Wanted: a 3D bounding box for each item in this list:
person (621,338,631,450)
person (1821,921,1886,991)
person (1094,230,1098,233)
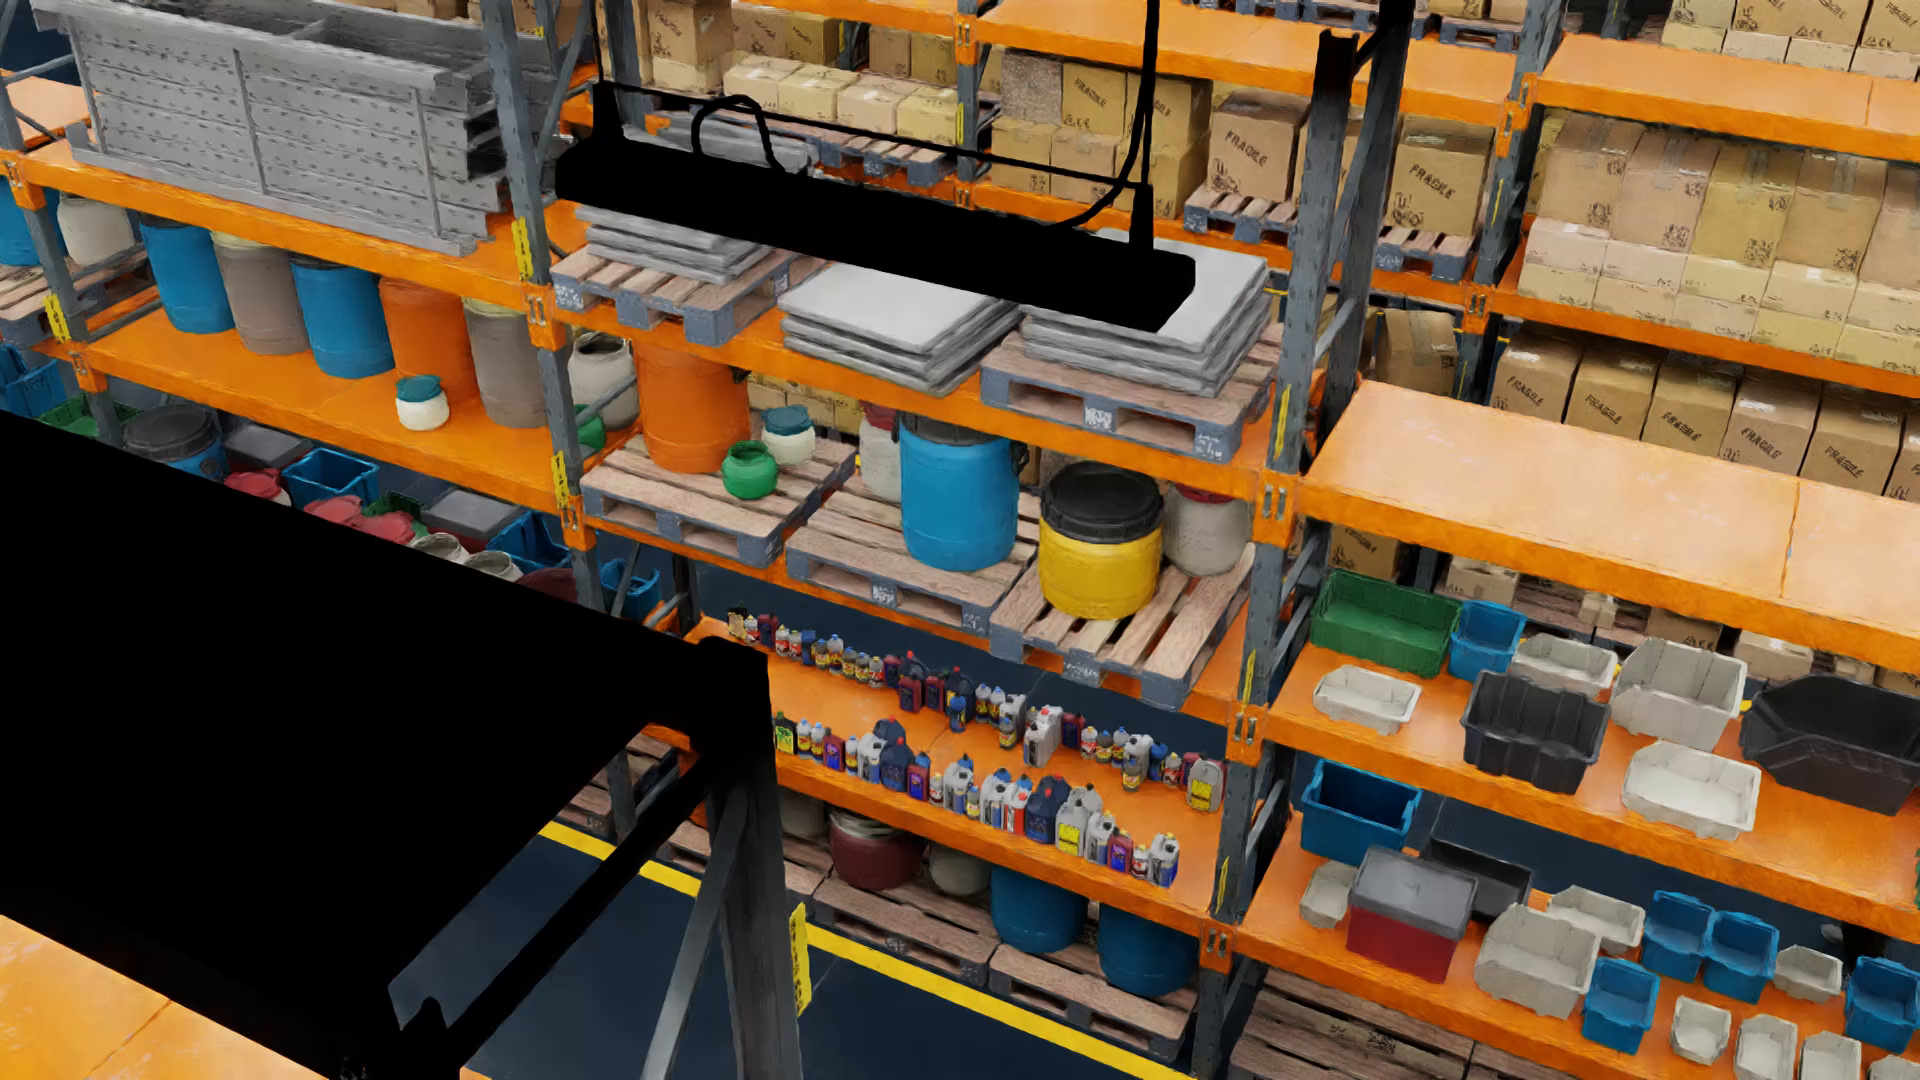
[{"bbox_3d":[-2.613,-1.201,14.072,0.834,1.716,0.686,6,36,9],"label":"person"},{"bbox_3d":[5.356,1.906,9.657,0.546,1.733,0.729,15,38,20],"label":"person"},{"bbox_3d":[1.694,-3.298,16.985,0.666,1.788,0.408,3,35,4],"label":"person"}]
